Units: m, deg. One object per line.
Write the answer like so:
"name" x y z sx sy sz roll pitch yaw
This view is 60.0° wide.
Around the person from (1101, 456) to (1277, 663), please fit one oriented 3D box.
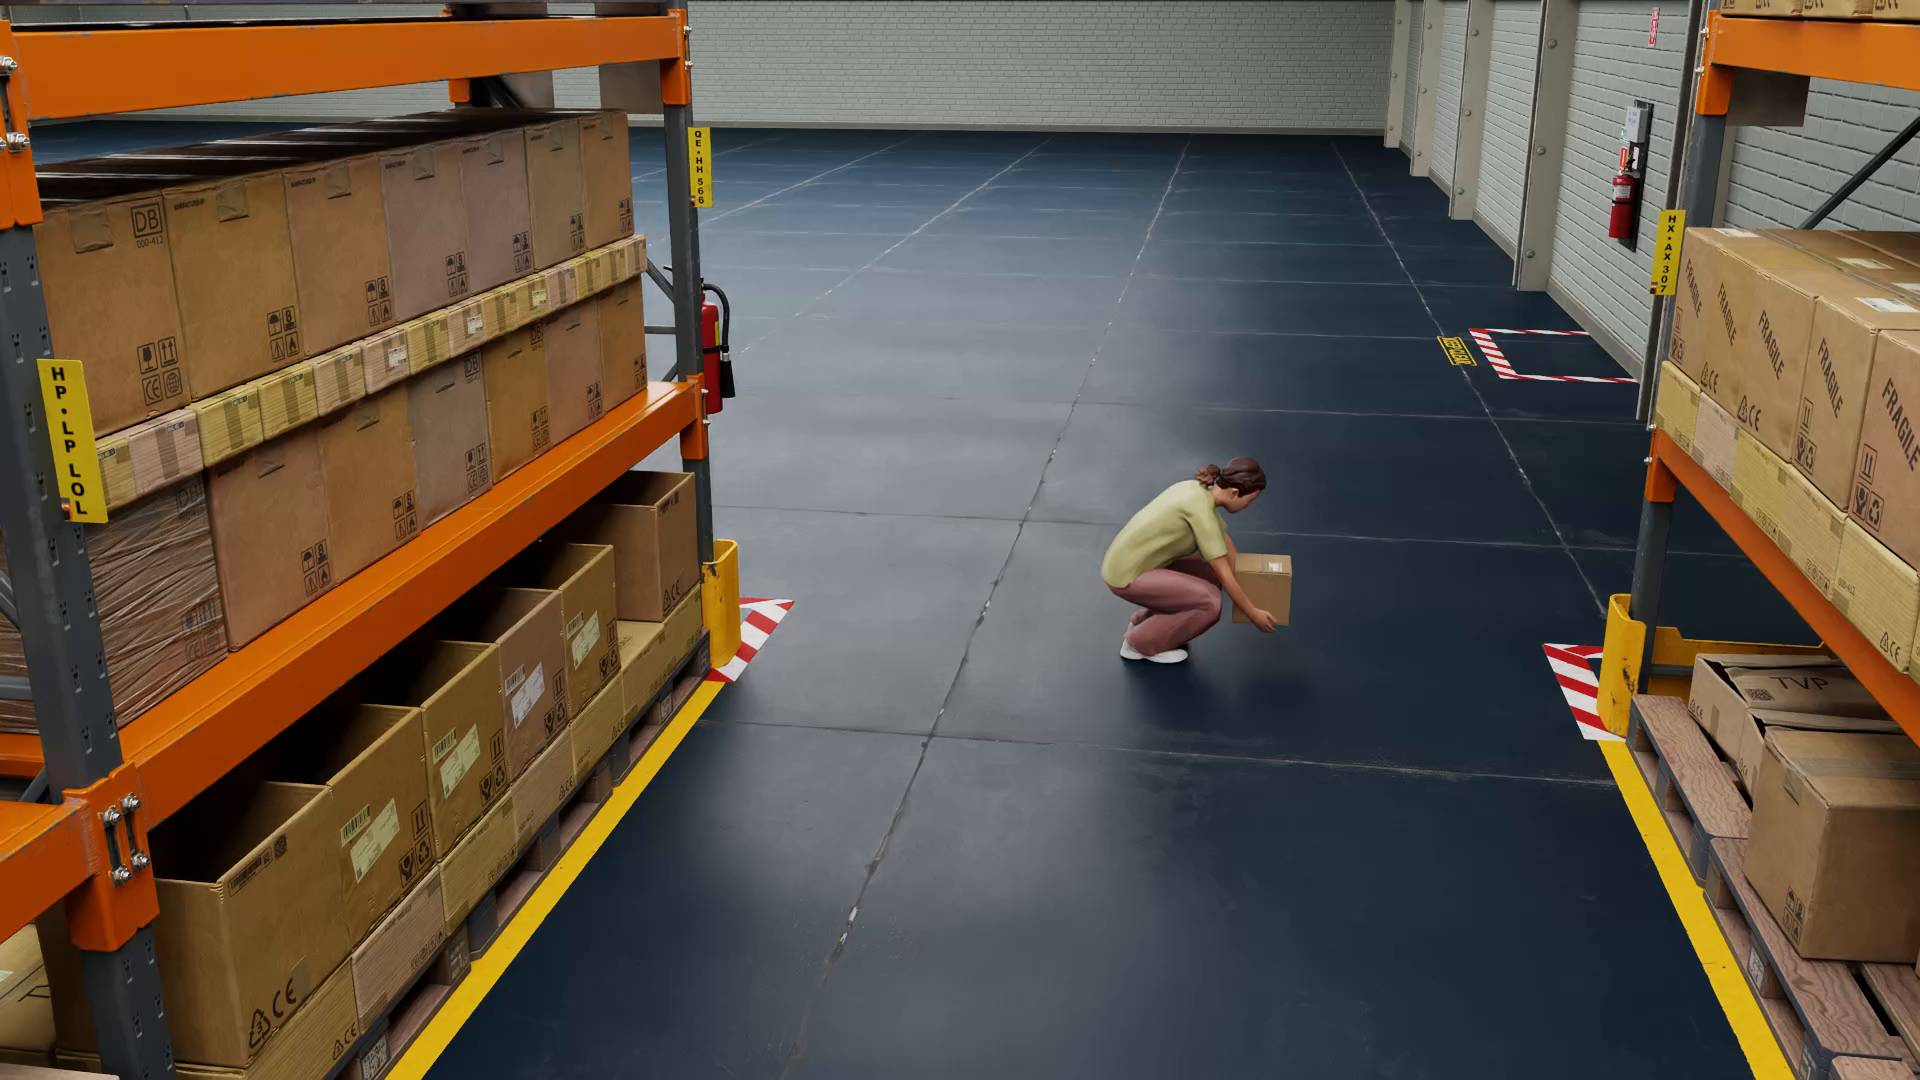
"person" 1.045 0.075 7.544 0.800 0.931 0.485 3 18 9
